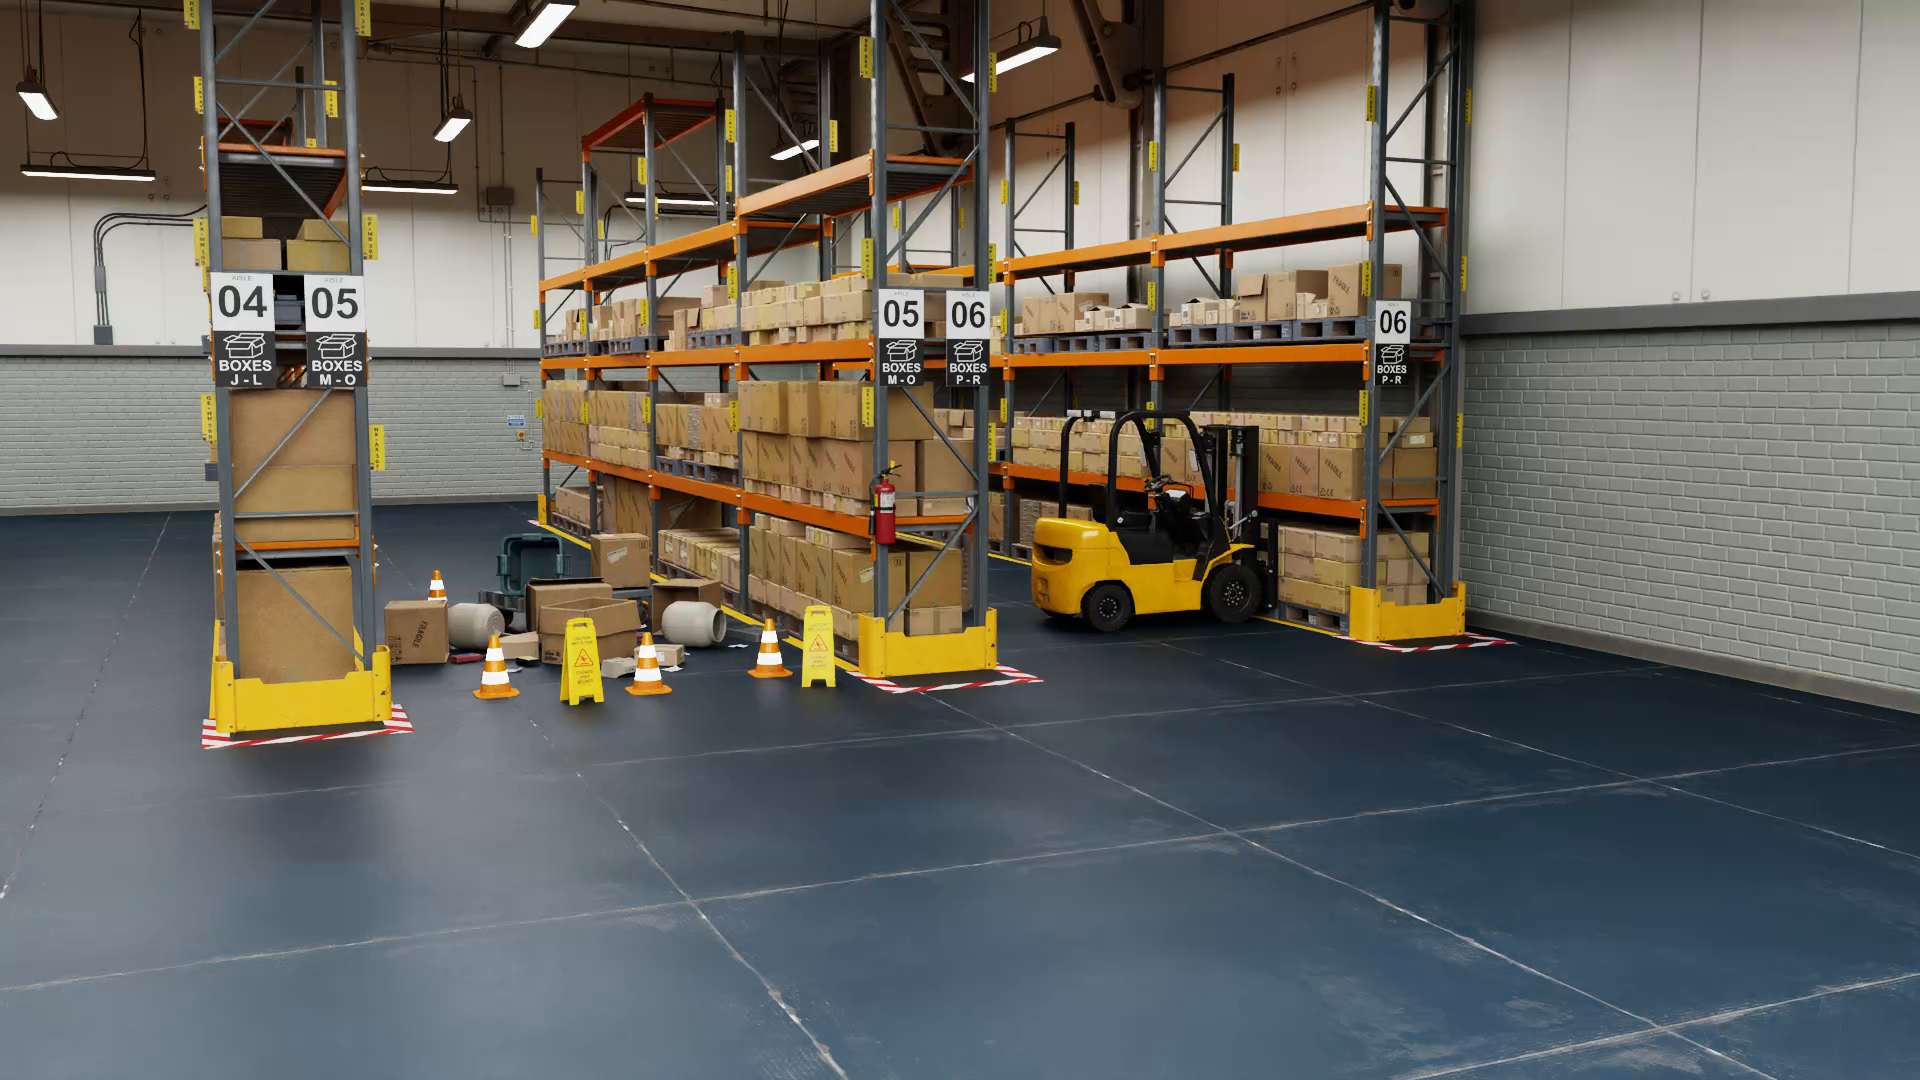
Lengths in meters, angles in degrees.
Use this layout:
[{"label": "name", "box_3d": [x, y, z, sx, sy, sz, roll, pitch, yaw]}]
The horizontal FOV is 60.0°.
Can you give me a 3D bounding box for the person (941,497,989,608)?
[{"label": "person", "box_3d": [0.005, -0.103, 17.804, 0.569, 1.695, 0.529, 4, 7, 34]}]
